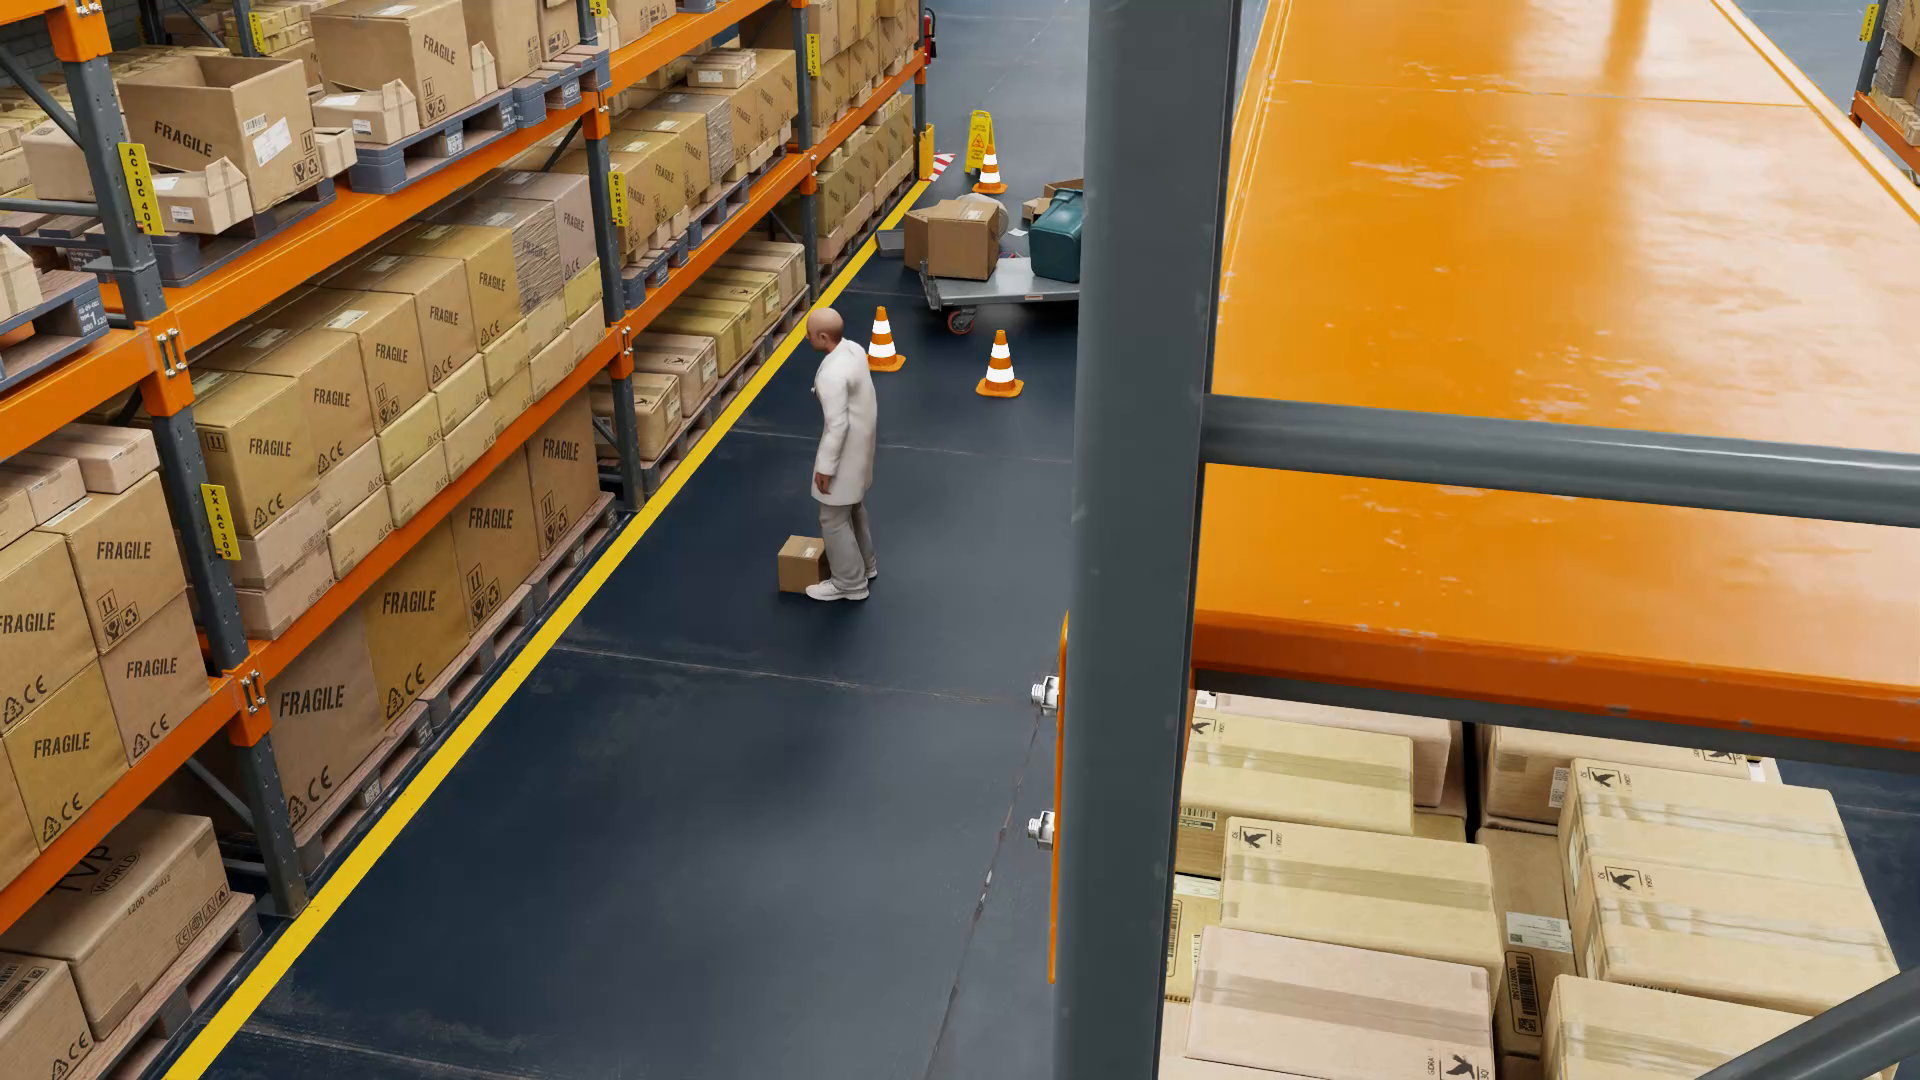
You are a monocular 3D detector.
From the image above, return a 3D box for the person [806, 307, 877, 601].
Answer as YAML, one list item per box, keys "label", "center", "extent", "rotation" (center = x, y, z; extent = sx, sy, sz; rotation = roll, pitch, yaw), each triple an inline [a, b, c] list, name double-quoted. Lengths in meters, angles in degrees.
- label: "person"
  center: [-0.685, -0.498, 9.560]
  extent: [0.418, 1.774, 0.646]
  rotation: [6, 29, 10]
